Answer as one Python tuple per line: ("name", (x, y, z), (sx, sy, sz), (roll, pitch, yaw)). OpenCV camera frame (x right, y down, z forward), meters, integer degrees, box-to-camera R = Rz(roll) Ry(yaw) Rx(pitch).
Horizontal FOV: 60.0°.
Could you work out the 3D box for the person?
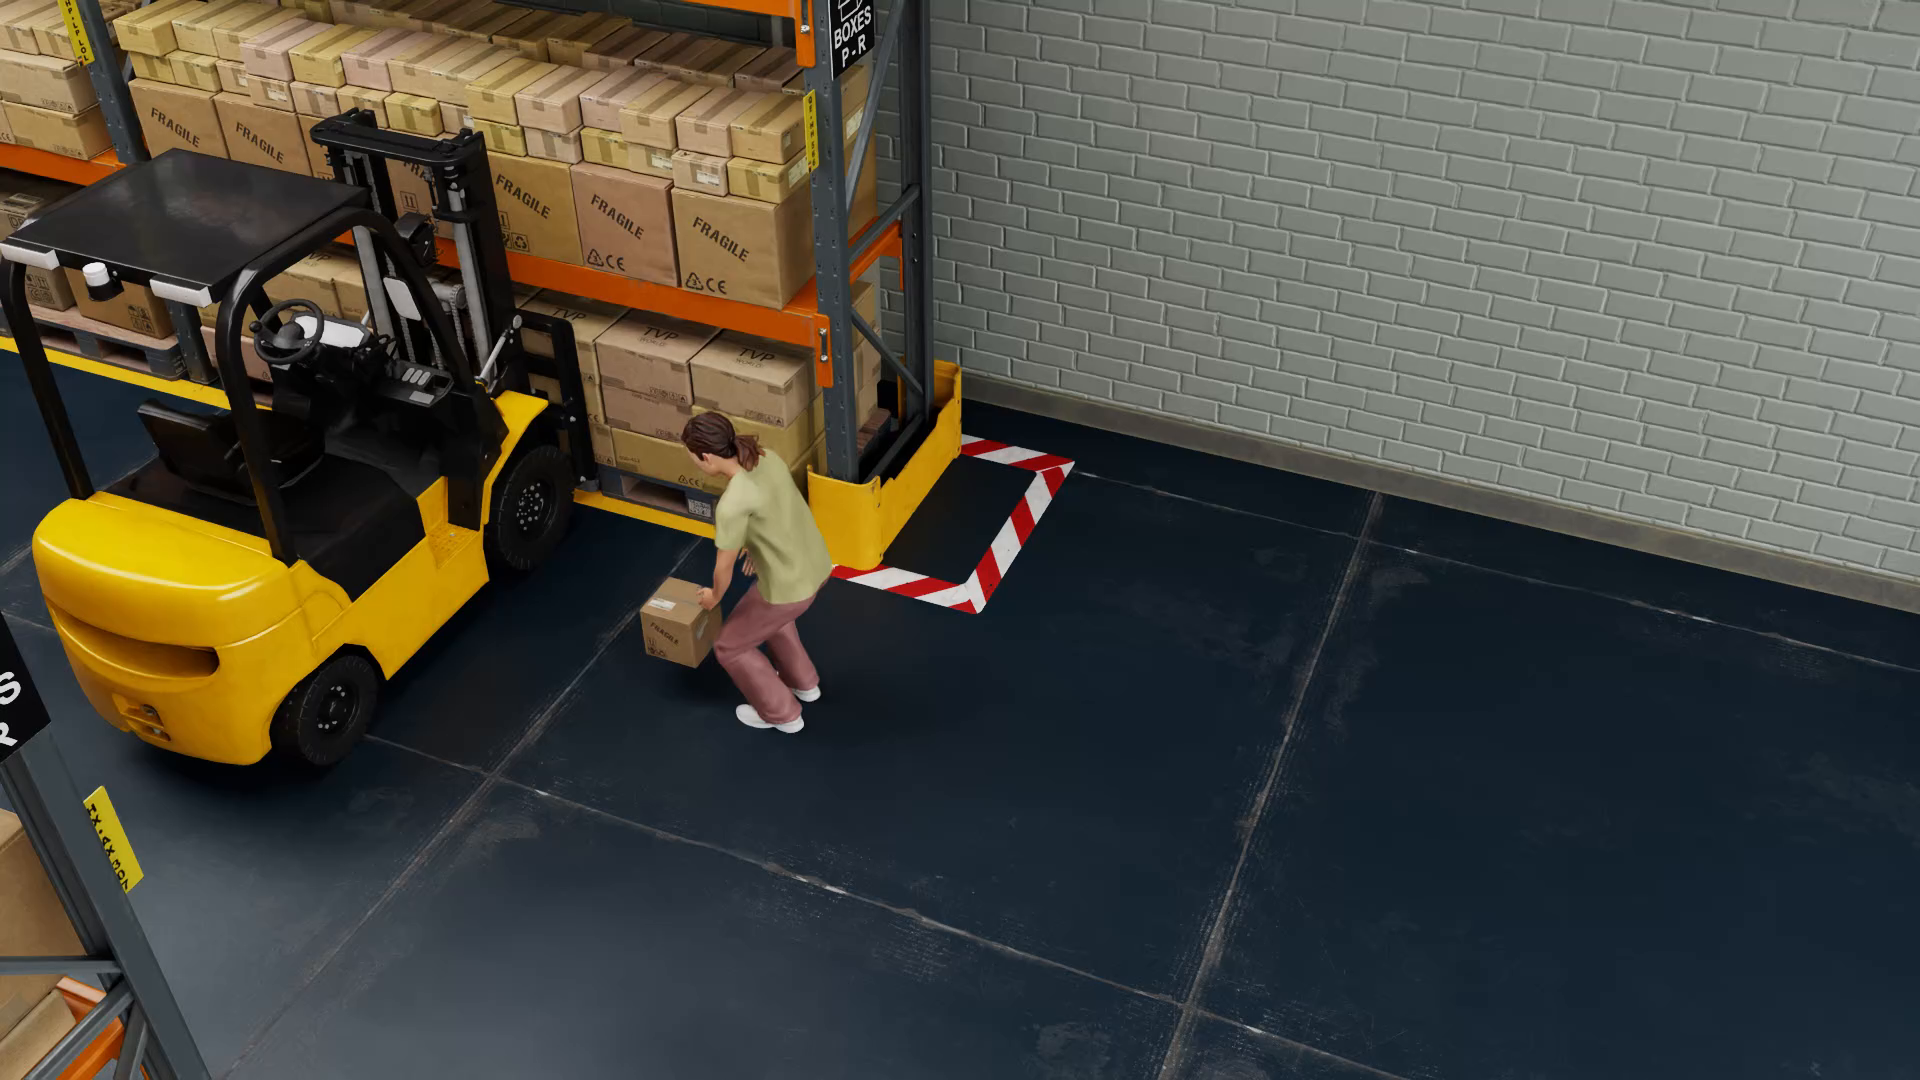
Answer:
("person", (-0.817, 0.149, 6.783), (0.553, 1.493, 0.502), (15, 40, 18))
